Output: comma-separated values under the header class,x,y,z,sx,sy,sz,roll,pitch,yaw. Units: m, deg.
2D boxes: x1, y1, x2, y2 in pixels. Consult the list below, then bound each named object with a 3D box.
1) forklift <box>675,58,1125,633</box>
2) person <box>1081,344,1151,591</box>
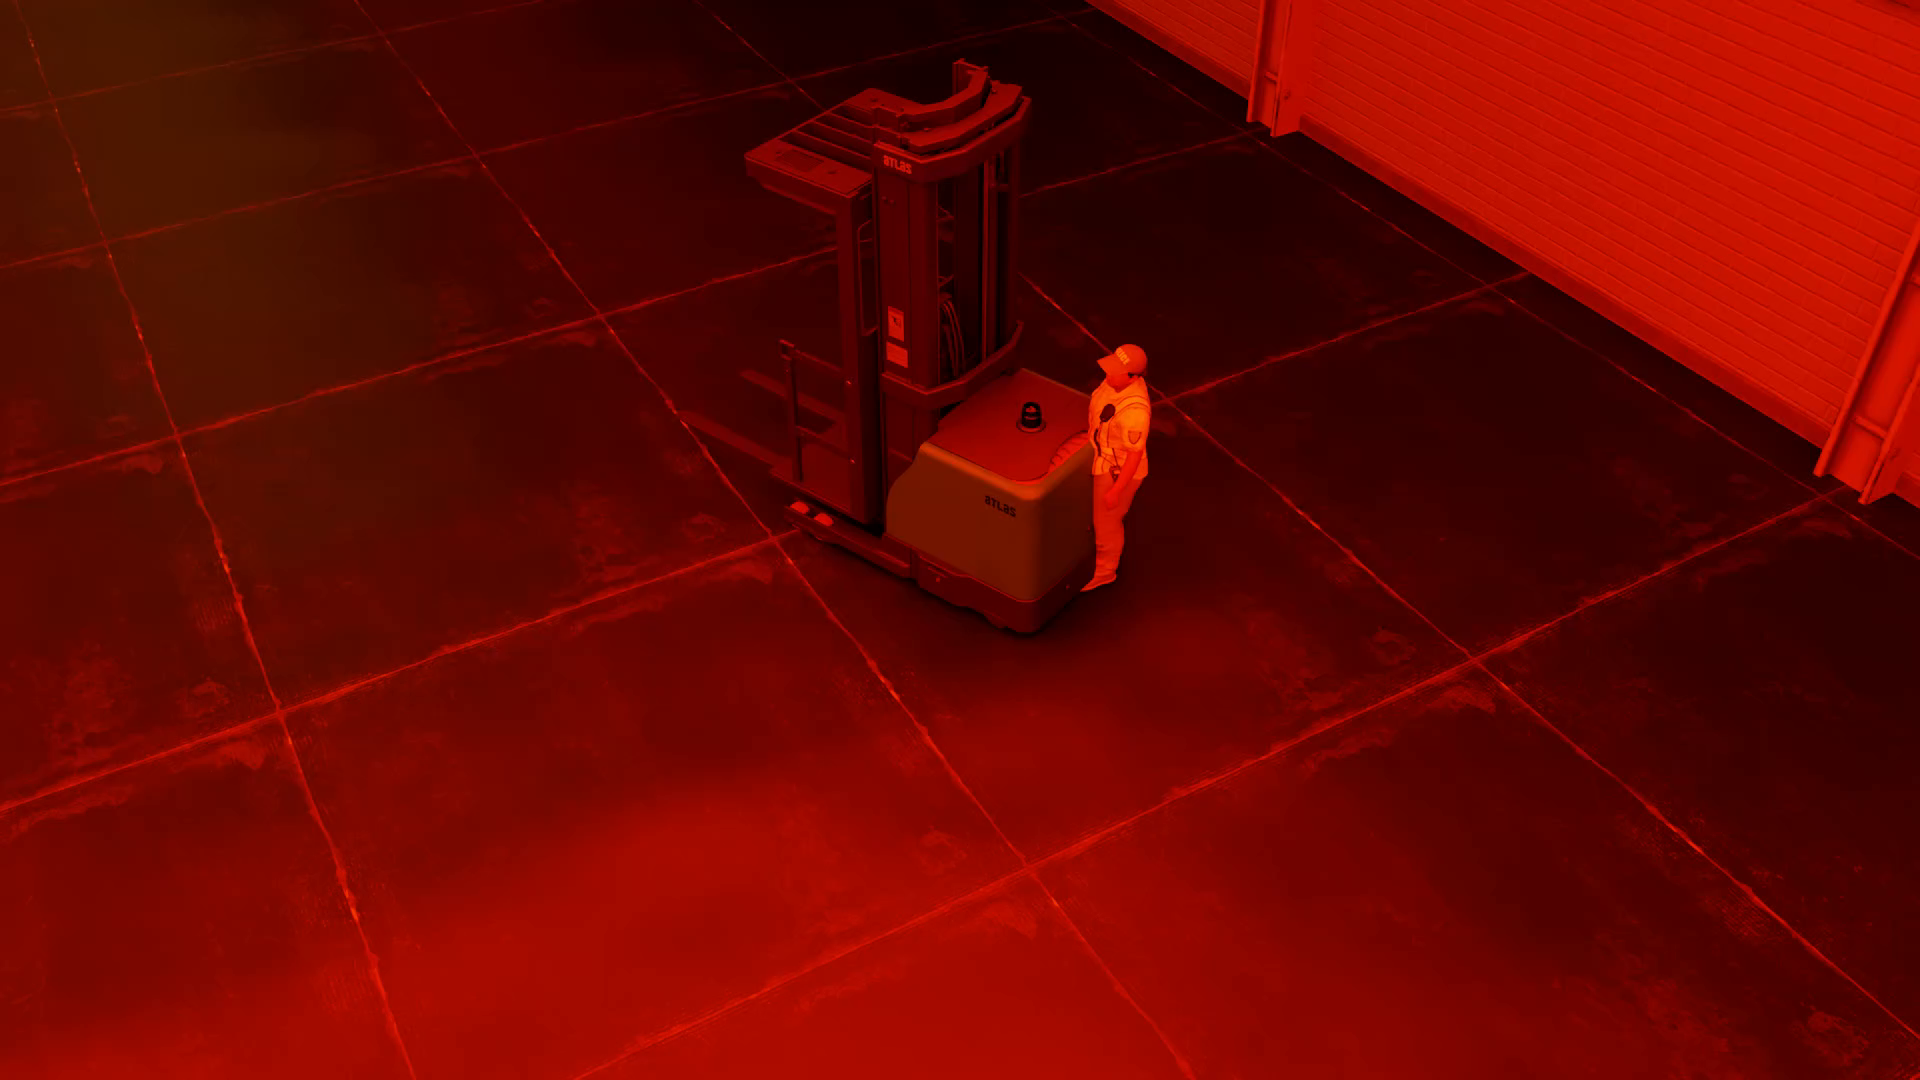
class,x,y,z,sx,sy,sz,roll,pitch,yaw
forklift,-0.481,-1.366,9.683,3.031,2.935,1.130,26,46,28
person,0.789,-0.423,9.526,0.529,1.670,0.598,-6,40,-7
